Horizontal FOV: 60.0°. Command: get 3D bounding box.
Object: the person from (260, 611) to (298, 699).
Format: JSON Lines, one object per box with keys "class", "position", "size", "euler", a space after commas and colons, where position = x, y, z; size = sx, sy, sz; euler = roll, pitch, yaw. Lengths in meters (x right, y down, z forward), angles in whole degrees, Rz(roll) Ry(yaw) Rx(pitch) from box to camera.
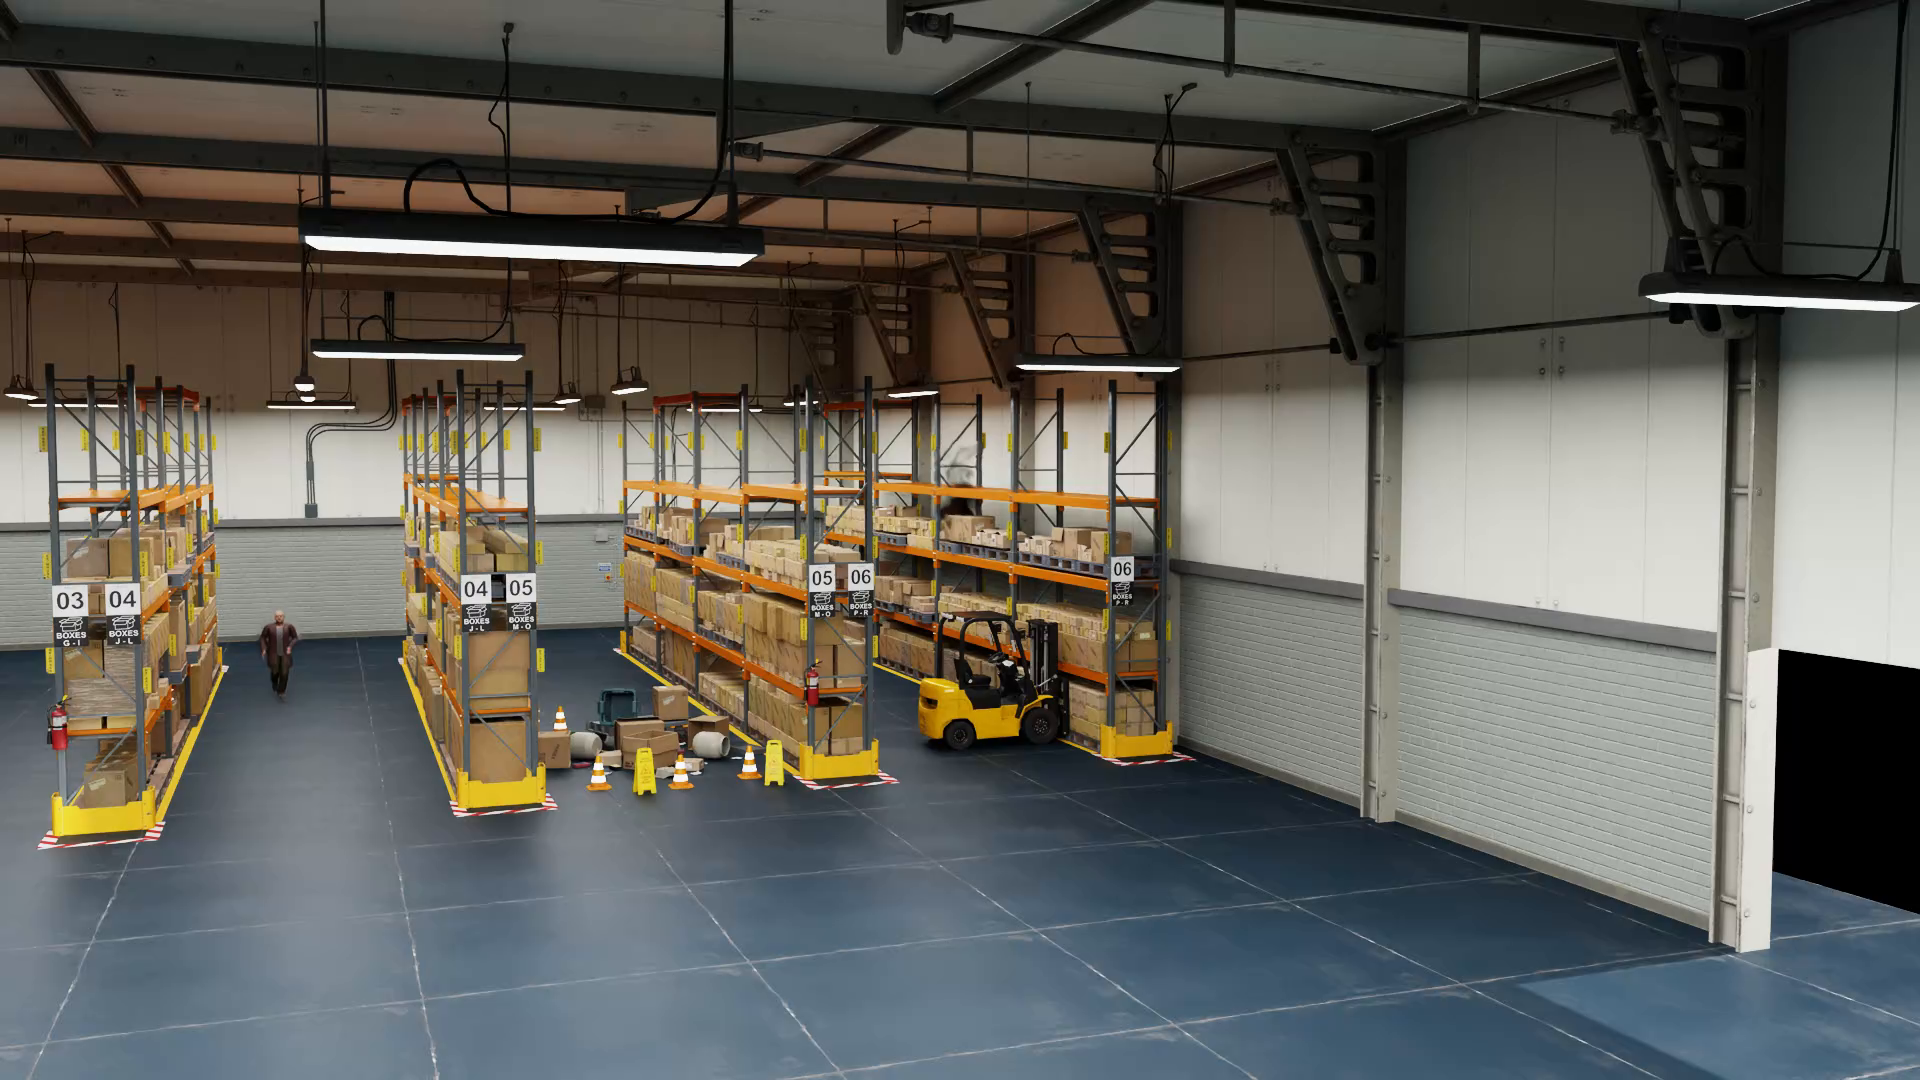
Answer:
{"class": "person", "position": [-13.323, 2.245, 32.554], "size": [0.703, 1.733, 0.668], "euler": [-1, 4, -24]}
